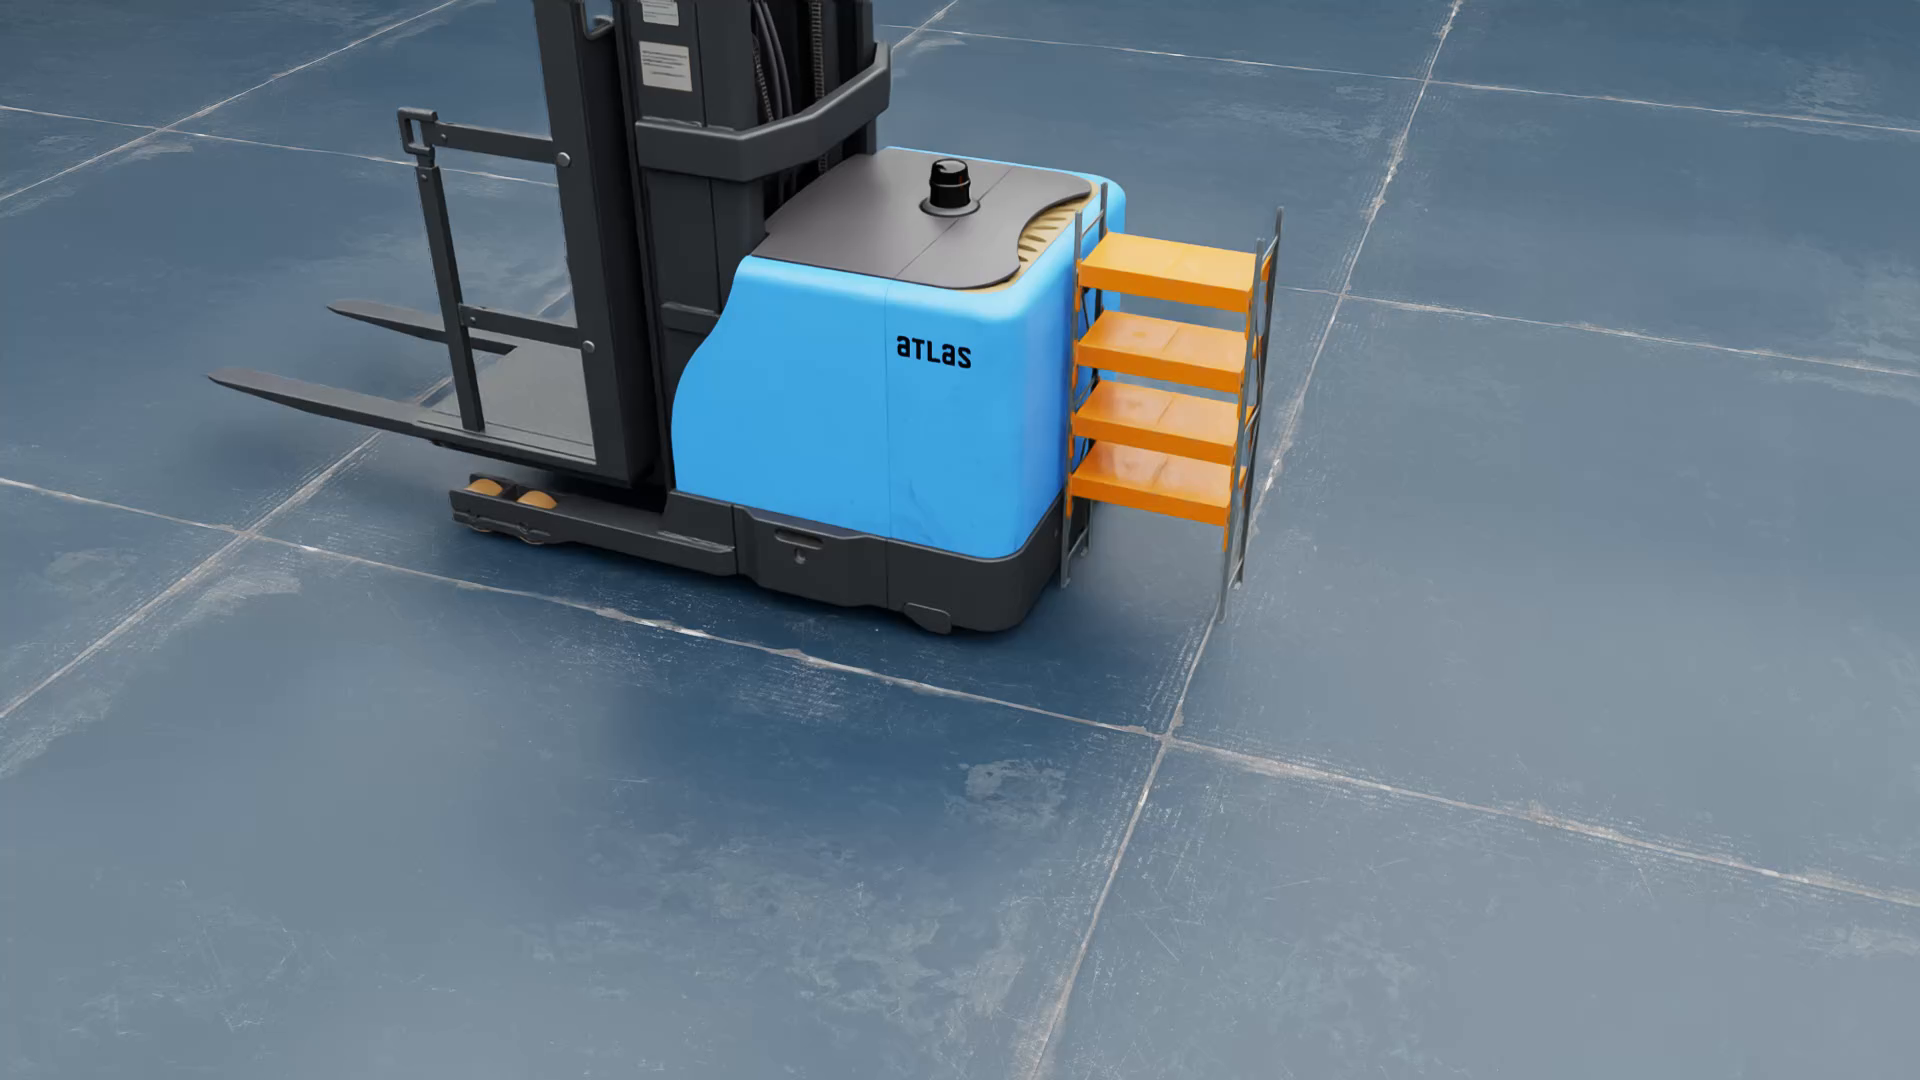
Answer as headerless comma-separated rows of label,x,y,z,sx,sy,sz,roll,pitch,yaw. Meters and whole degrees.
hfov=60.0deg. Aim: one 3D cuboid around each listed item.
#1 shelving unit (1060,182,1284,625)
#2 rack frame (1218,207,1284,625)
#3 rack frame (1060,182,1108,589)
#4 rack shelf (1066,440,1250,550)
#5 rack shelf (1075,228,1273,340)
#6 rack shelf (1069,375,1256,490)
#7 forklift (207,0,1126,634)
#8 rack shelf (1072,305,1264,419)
shelving unit,0.581,-0.367,4.713,0.503,1.200,0.258,12,35,18
rack frame,0.807,-0.317,4.635,0.015,1.200,0.240,12,35,18
rack frame,0.355,-0.417,4.790,0.015,1.200,0.240,12,35,18
rack shelf,0.581,-0.144,4.857,0.480,0.148,0.258,12,35,18
rack shelf,0.581,-0.697,4.500,0.480,0.148,0.258,12,35,18
rack shelf,0.581,-0.311,4.749,0.480,0.148,0.258,12,35,18
forklift,-1.062,-1.466,4.819,3.031,2.935,1.130,12,35,18
rack shelf,0.581,-0.499,4.628,0.480,0.148,0.258,12,35,18
